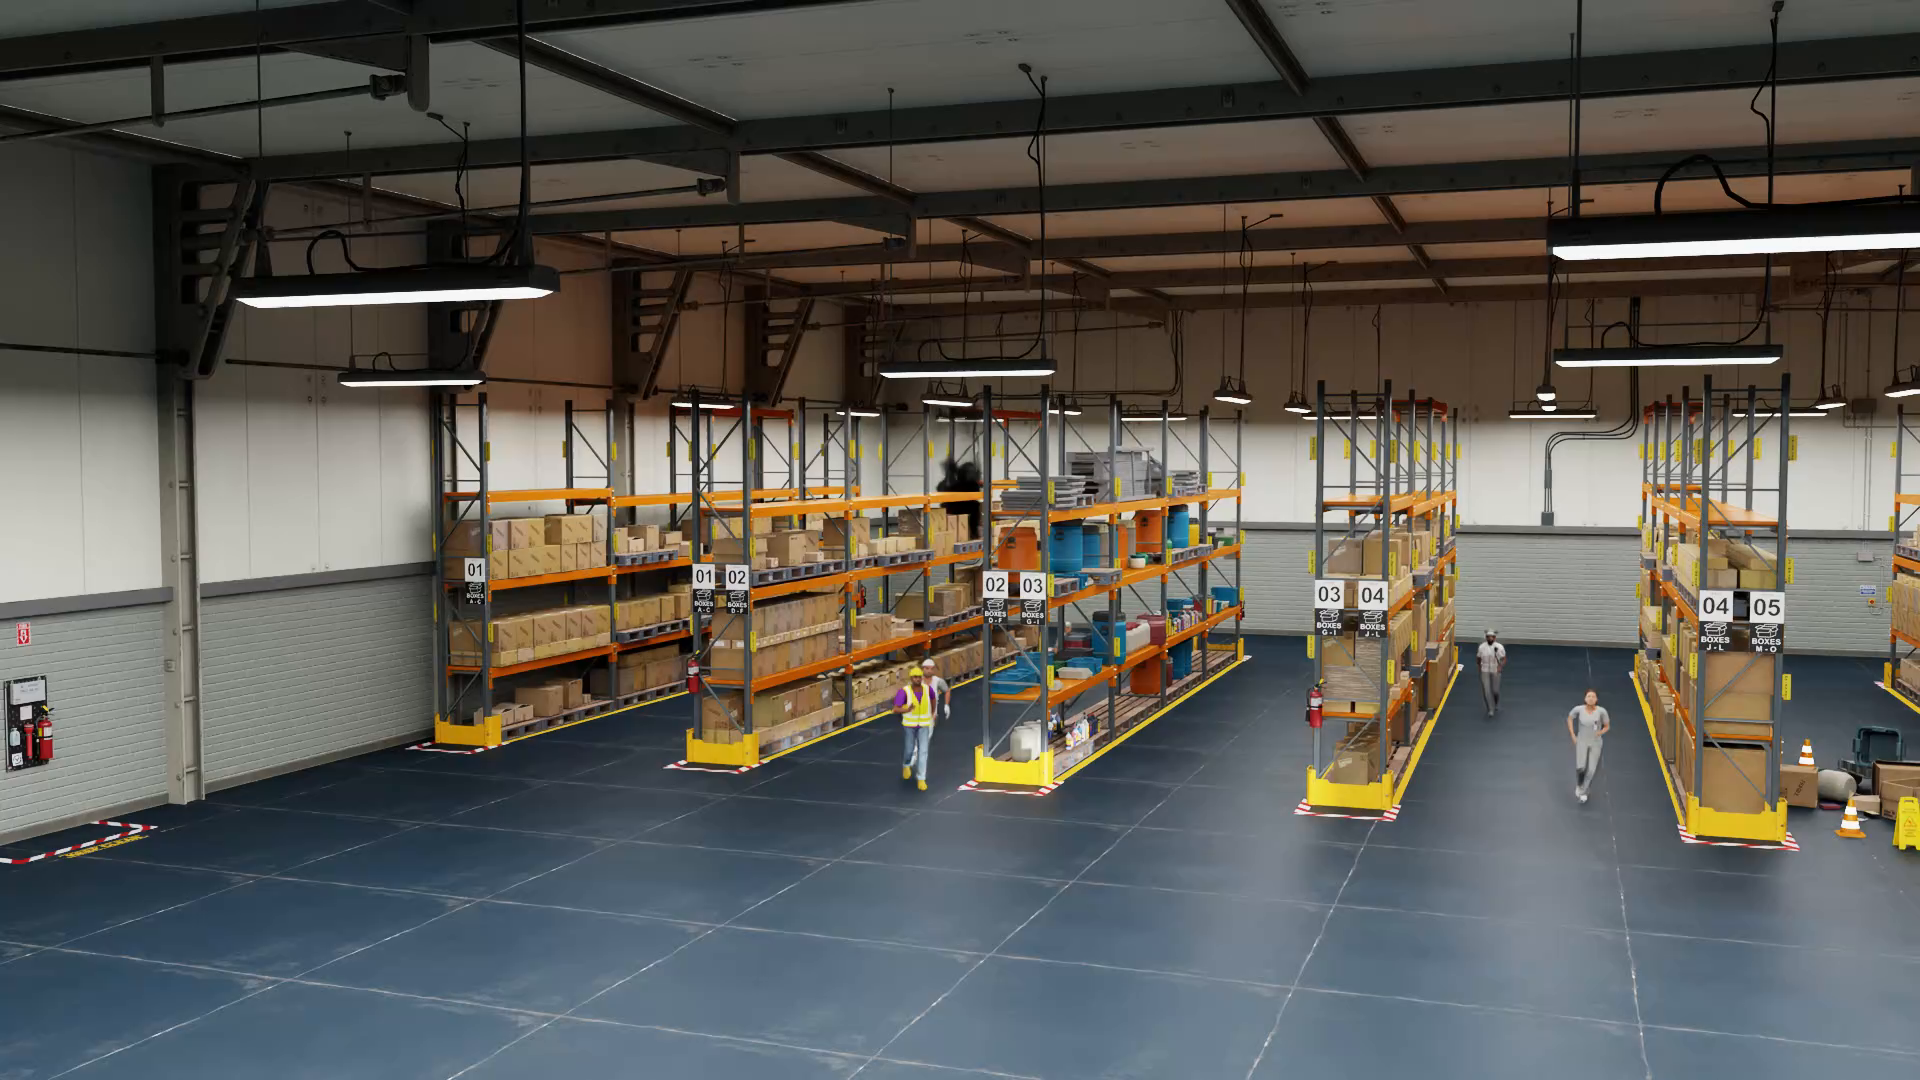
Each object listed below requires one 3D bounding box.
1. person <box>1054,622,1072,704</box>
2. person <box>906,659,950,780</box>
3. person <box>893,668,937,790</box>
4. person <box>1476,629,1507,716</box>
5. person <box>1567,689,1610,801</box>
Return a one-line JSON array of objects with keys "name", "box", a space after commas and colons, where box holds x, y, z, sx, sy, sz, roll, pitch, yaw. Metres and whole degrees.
[{"name": "person", "box": [2.143, 2.443, 33.097, 0.616, 1.627, 0.550, 1, 3, 17]}, {"name": "person", "box": [-0.525, 2.737, 25.717, 0.719, 1.818, 0.869, 0, 3, 5]}, {"name": "person", "box": [-0.662, 2.768, 24.791, 0.710, 1.756, 0.978, -1, 3, -13]}, {"name": "person", "box": [10.055, 2.496, 31.518, 0.555, 1.654, 0.550, 1, 3, 25]}, {"name": "person", "box": [8.938, 2.921, 23.643, 0.565, 1.628, 0.591, 1, 3, 17]}]
